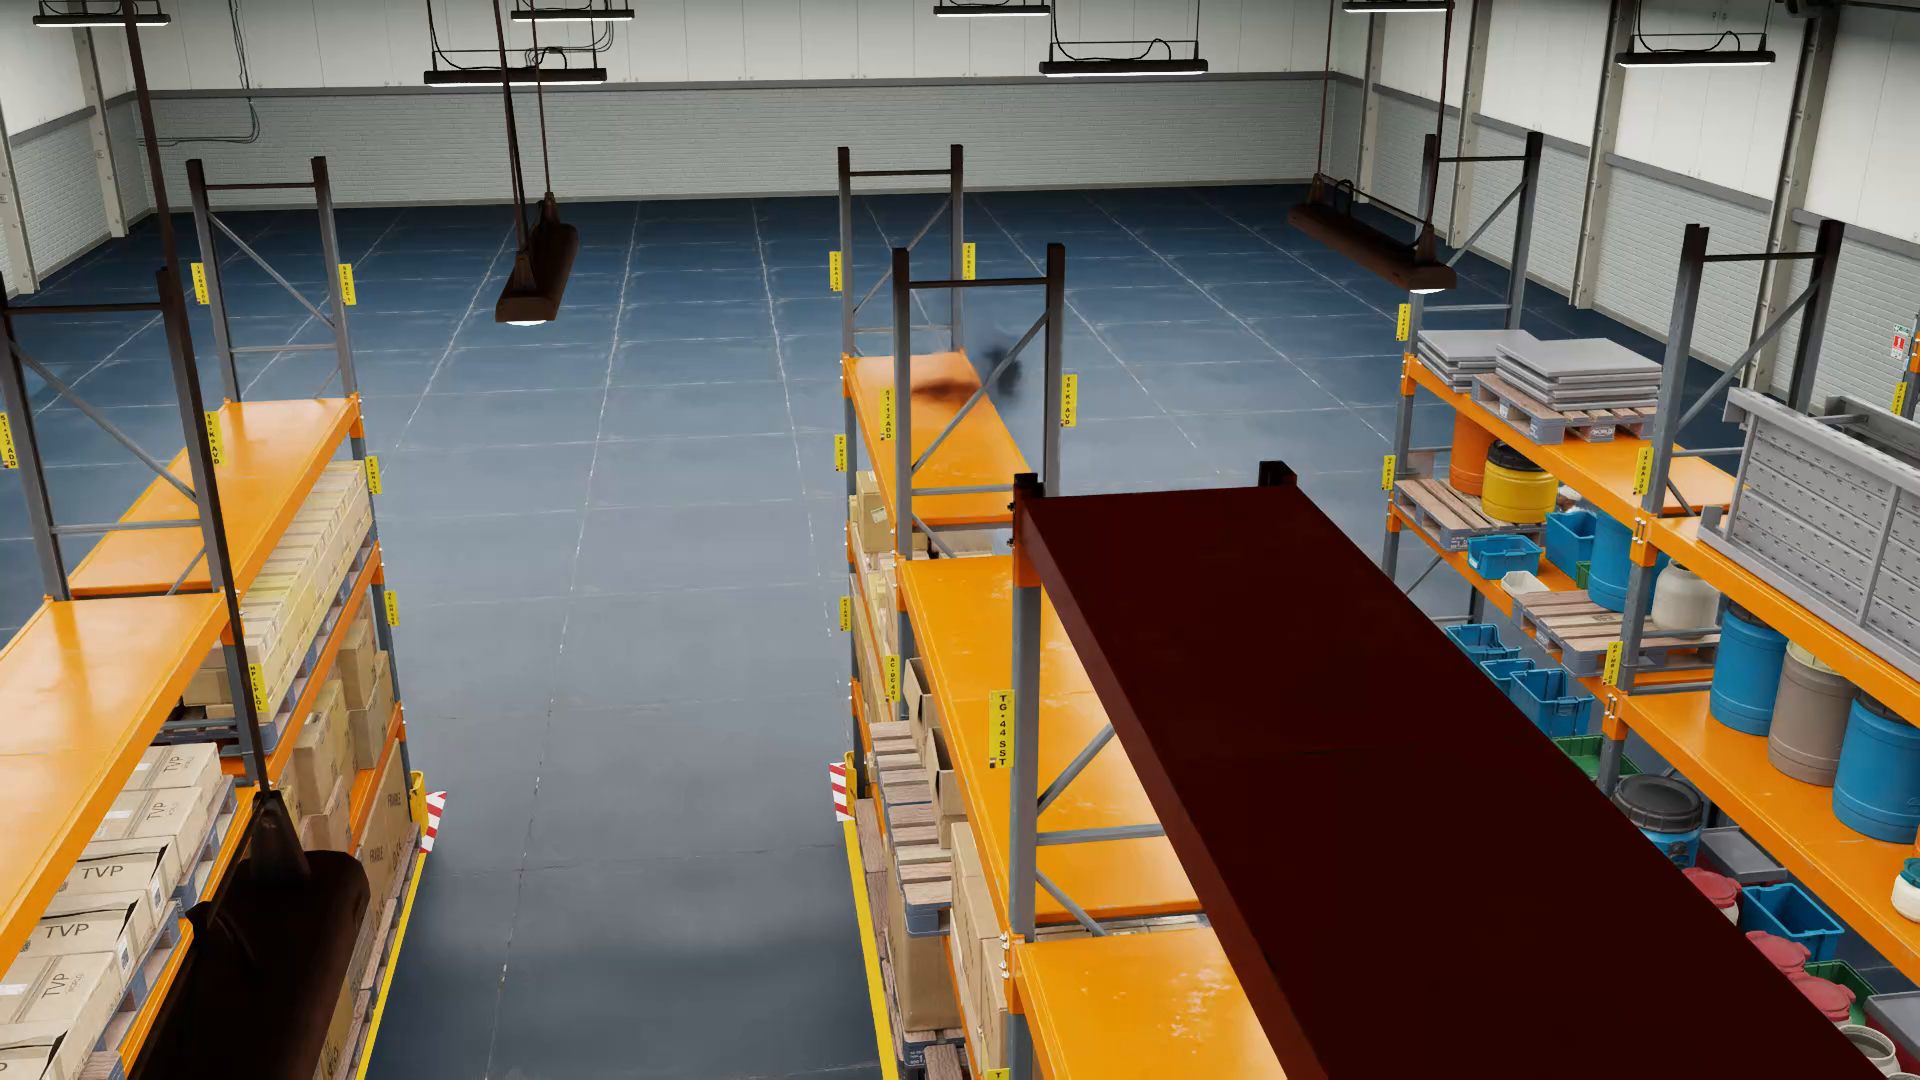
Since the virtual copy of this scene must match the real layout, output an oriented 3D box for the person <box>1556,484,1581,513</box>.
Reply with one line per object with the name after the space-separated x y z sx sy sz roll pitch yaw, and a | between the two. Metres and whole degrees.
6.796 0.249 18.639 0.896 1.815 0.709 9 23 21 | person
